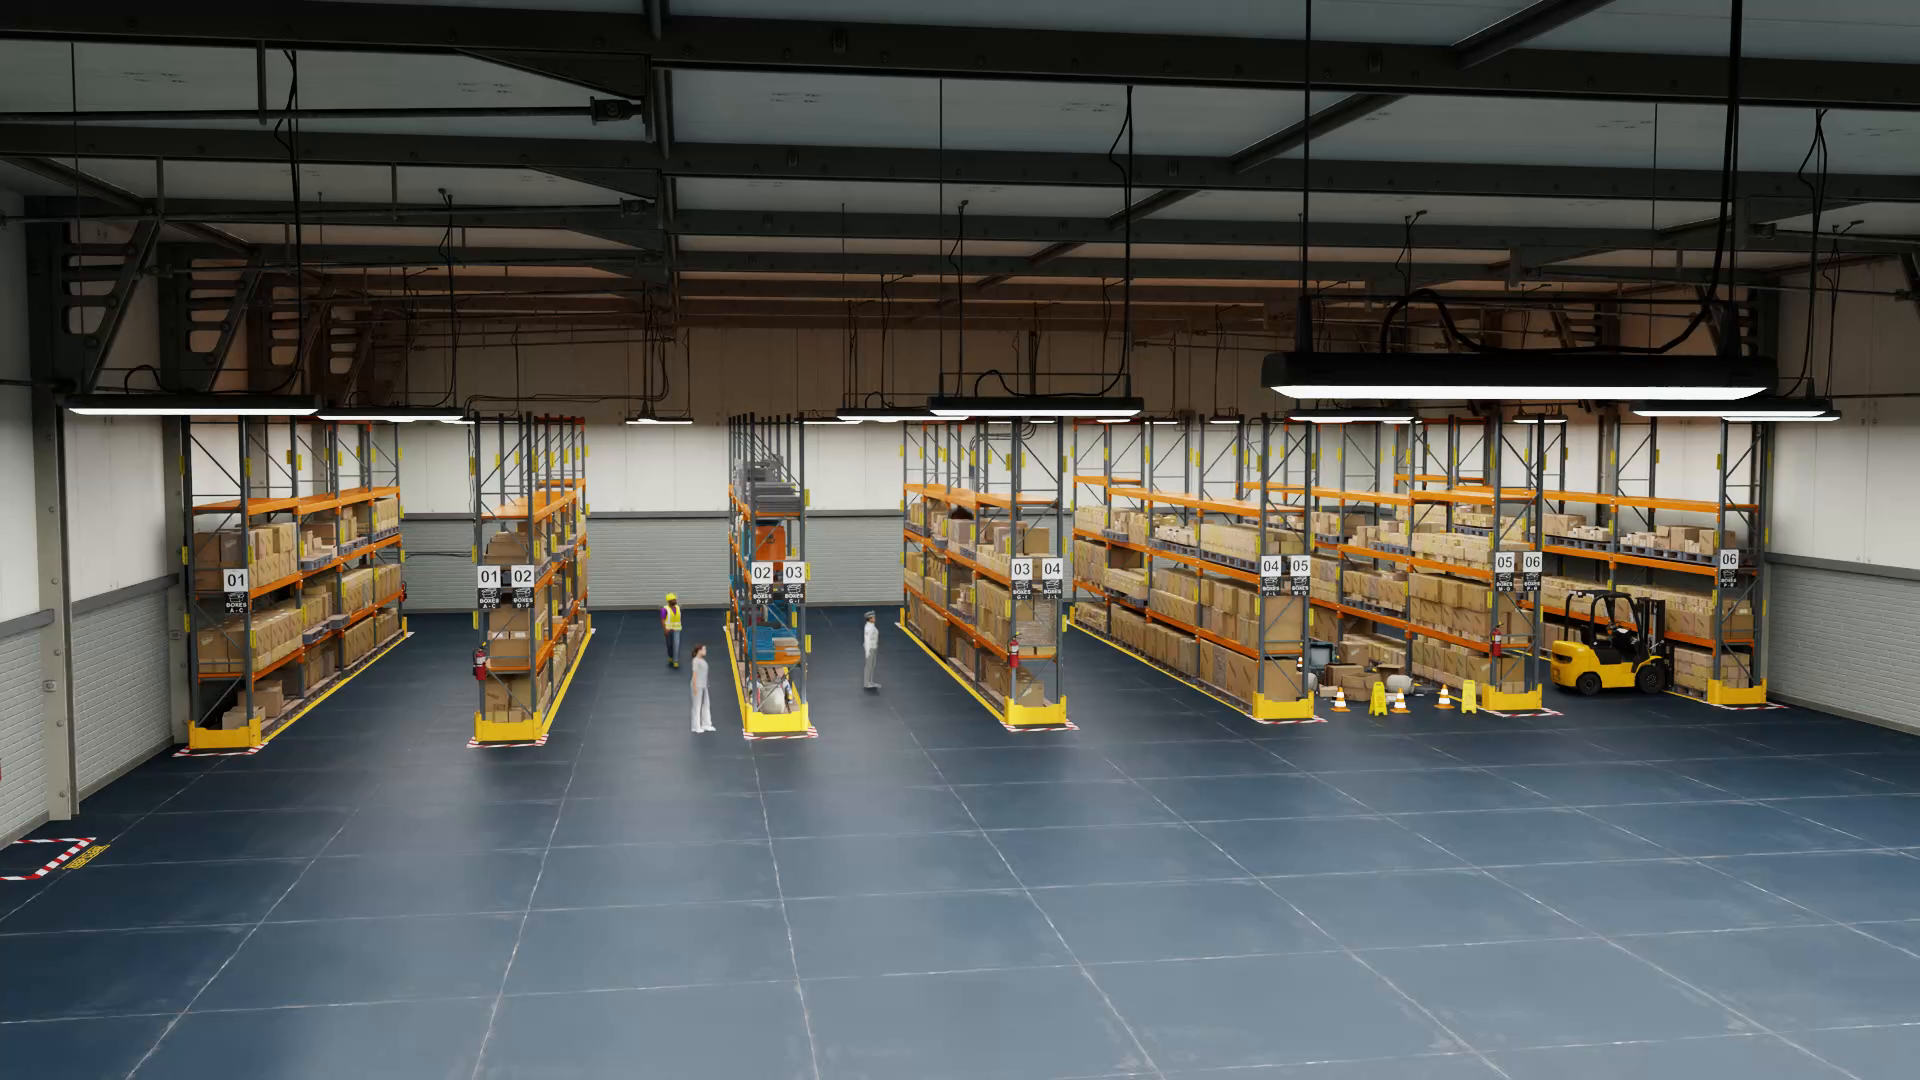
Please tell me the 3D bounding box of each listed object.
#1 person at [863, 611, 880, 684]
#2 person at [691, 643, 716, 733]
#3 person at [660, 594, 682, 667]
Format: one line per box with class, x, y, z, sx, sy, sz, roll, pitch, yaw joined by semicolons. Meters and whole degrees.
person;-1.955;2.364;36.546;0.330;1.616;0.580;1;4;9
person;-4.847;2.783;31.249;0.423;1.703;0.516;1;4;10
person;-6.904;2.156;39.772;0.497;1.729;0.986;0;4;-7
